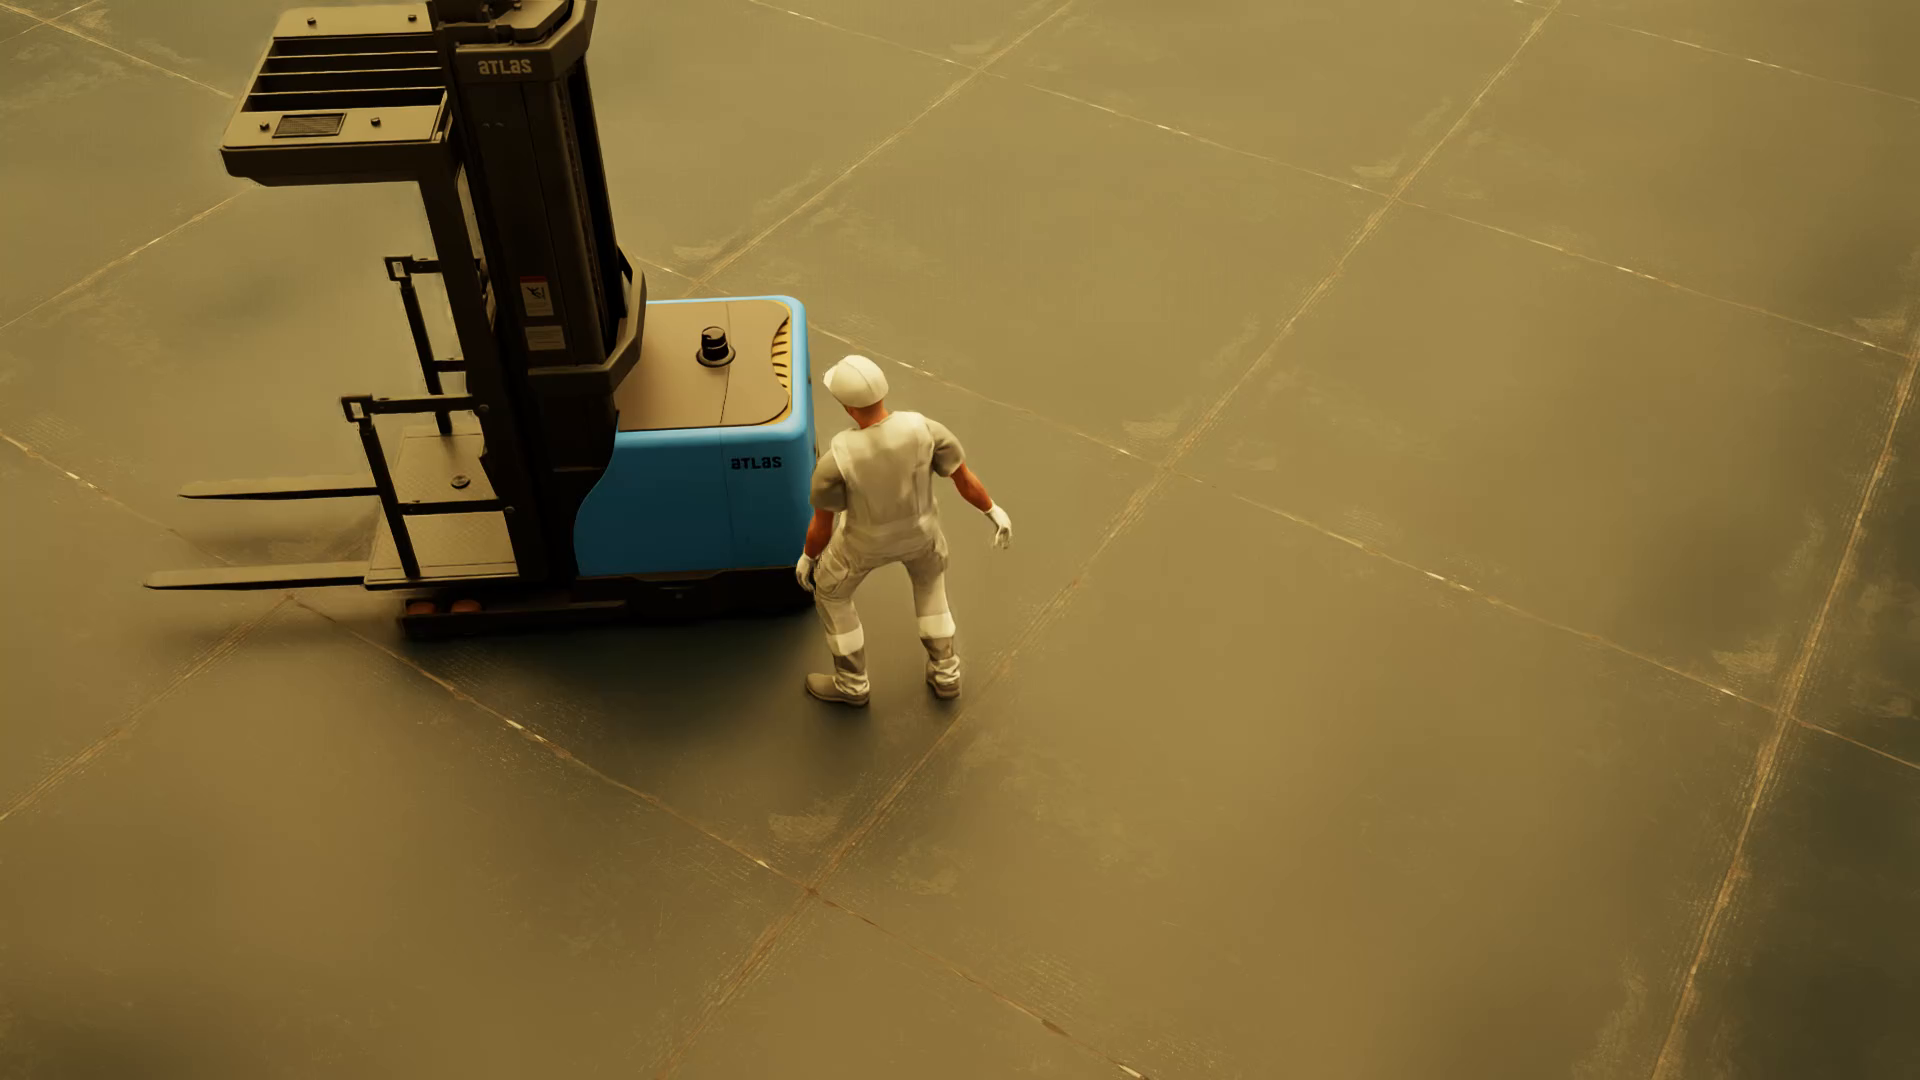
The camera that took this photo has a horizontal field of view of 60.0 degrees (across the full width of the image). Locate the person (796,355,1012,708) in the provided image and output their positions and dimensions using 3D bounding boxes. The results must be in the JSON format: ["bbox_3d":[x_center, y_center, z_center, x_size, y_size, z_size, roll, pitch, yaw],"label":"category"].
[{"bbox_3d":[-0.231,-0.017,6.760,0.895,1.704,0.500,-11,45,-11],"label":"person"}]

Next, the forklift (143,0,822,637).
[{"bbox_3d":[-2.173,-1.005,6.908,3.031,2.935,1.130,-3,44,-3],"label":"forklift"}]
